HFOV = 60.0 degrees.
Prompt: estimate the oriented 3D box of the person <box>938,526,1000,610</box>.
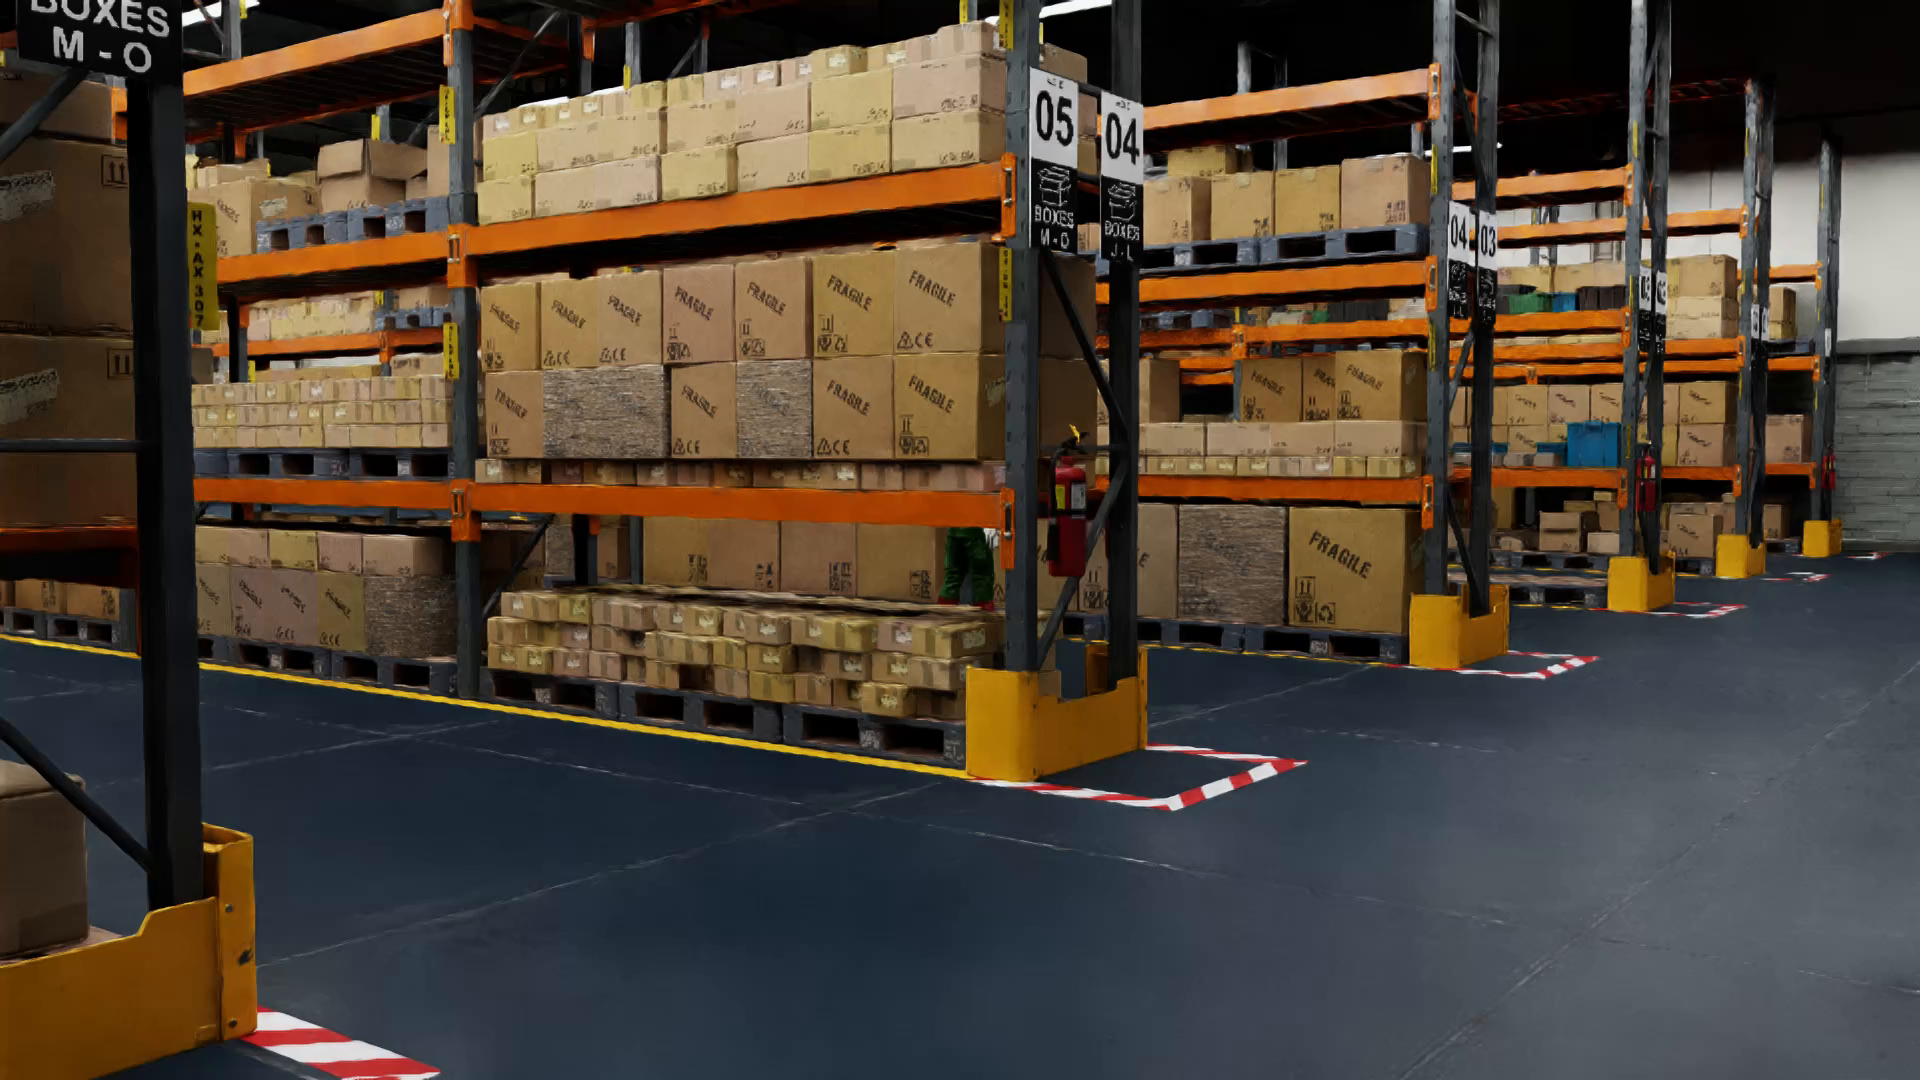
[{"bbox_3d":[0.140,-0.097,12.422,0.569,1.786,0.663,-1,3,-25],"label":"person"}]
